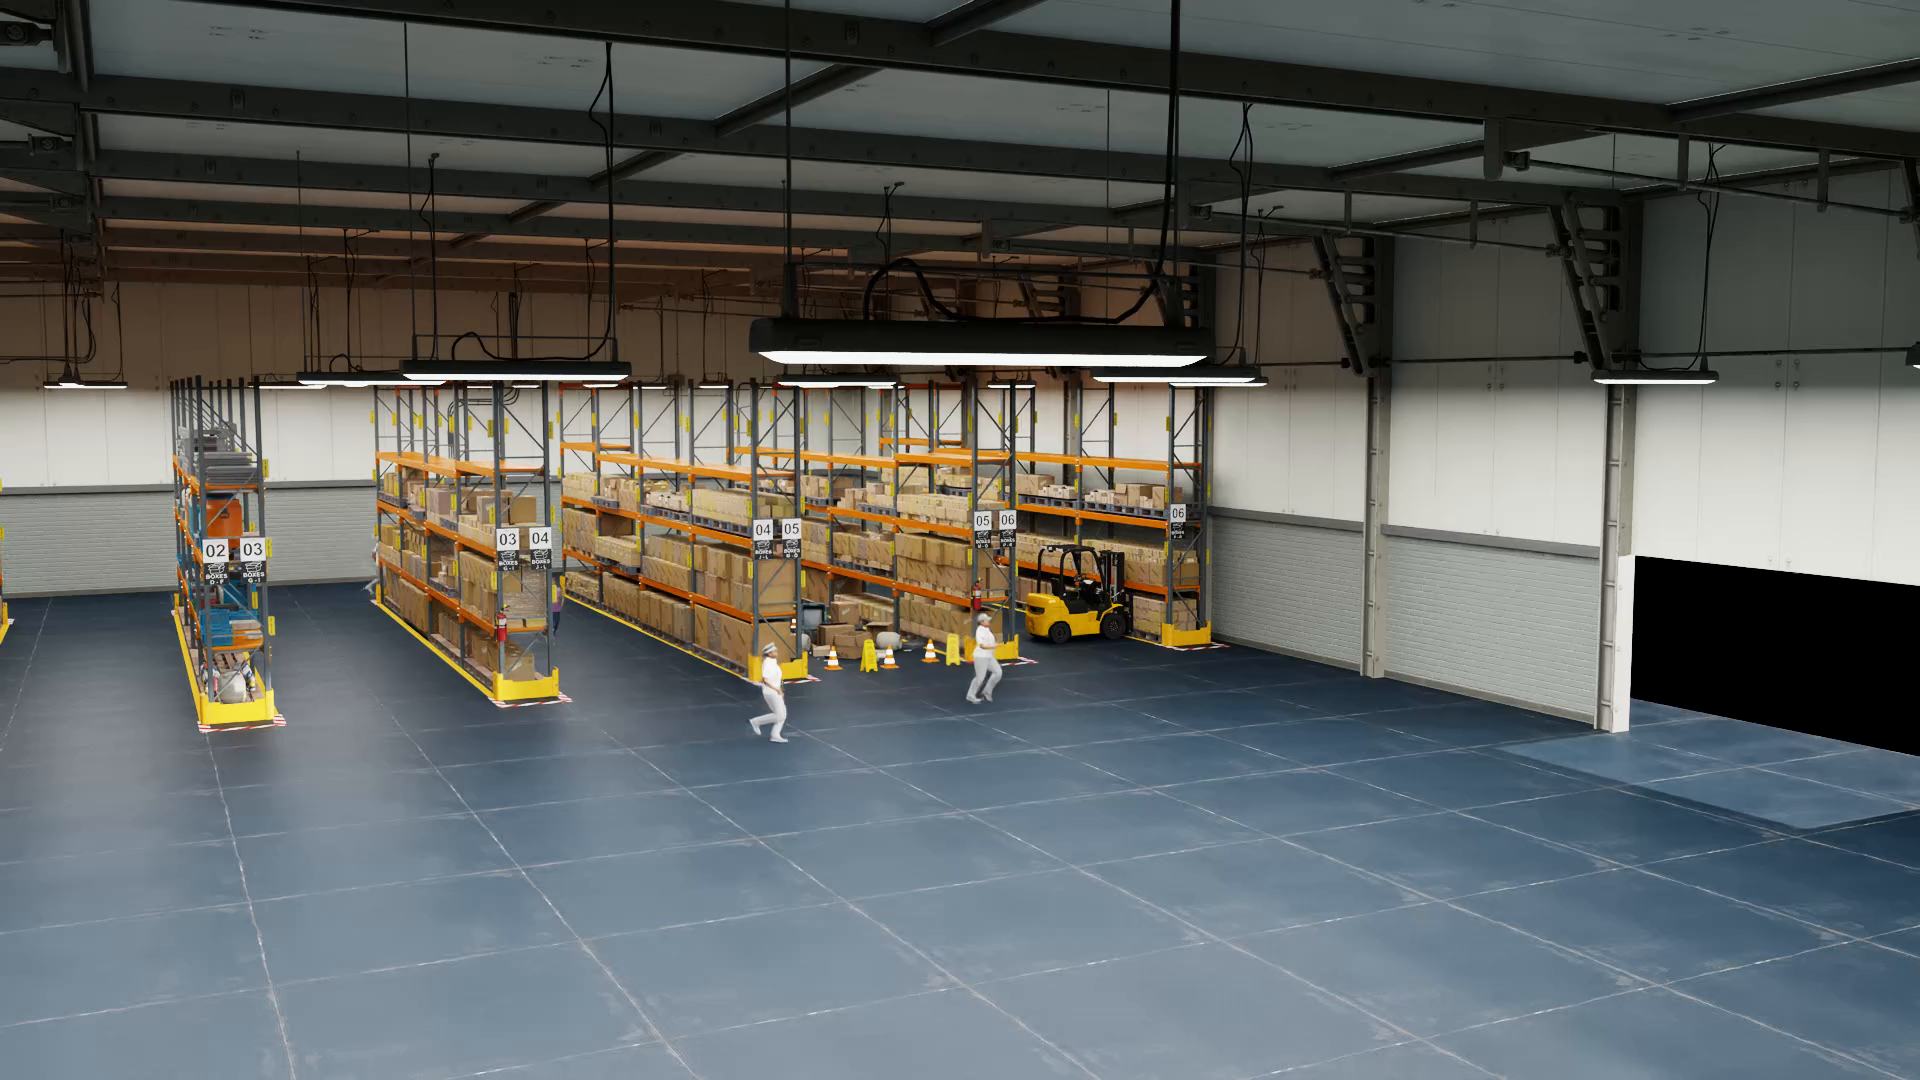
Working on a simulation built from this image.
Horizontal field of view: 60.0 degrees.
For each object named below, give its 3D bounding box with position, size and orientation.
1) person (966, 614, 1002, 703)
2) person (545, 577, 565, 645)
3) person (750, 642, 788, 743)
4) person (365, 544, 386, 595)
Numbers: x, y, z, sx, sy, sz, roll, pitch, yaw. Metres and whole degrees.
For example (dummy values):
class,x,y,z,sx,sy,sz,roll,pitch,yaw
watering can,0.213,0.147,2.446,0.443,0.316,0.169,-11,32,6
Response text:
class,x,y,z,sx,sy,sz,roll,pitch,yaw
person,0.459,2.188,30.535,0.688,1.685,0.578,2,5,21
person,-9.146,1.612,37.391,0.541,1.567,0.582,-3,6,-32
person,-3.120,2.491,27.152,0.611,1.665,0.575,0,5,-4
person,-16.113,0.732,46.282,0.913,1.797,0.587,-1,5,-15
